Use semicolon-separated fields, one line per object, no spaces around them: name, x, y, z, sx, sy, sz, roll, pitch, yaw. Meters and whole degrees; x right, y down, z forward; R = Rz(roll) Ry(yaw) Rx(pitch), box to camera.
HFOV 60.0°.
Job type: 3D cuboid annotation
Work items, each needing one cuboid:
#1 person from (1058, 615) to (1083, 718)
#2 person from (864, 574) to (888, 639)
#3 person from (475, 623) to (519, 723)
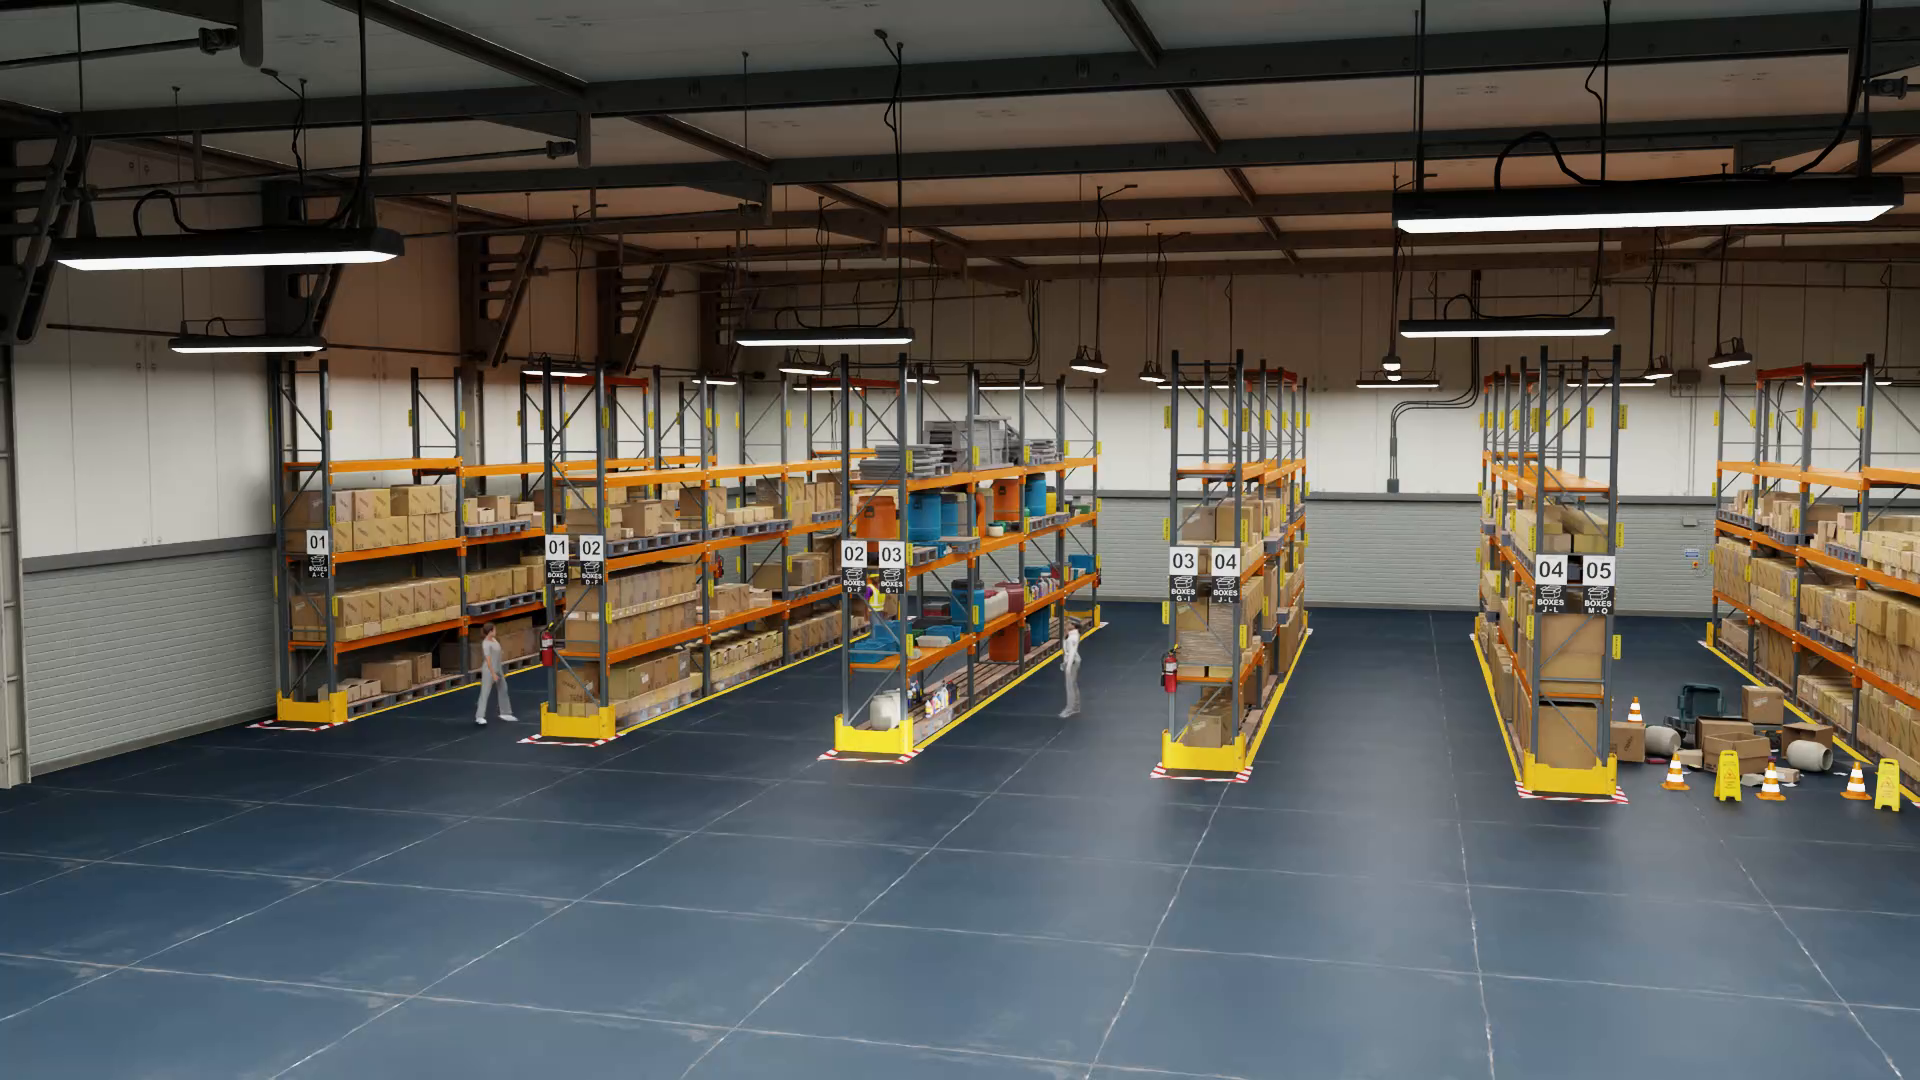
person;1.858;2.129;28.169;0.447;1.723;0.505;0;4;-6
person;-1.737;1.550;35.764;0.573;1.767;0.607;2;5;28
person;-7.713;2.202;27.542;0.543;1.694;0.603;1;4;17
